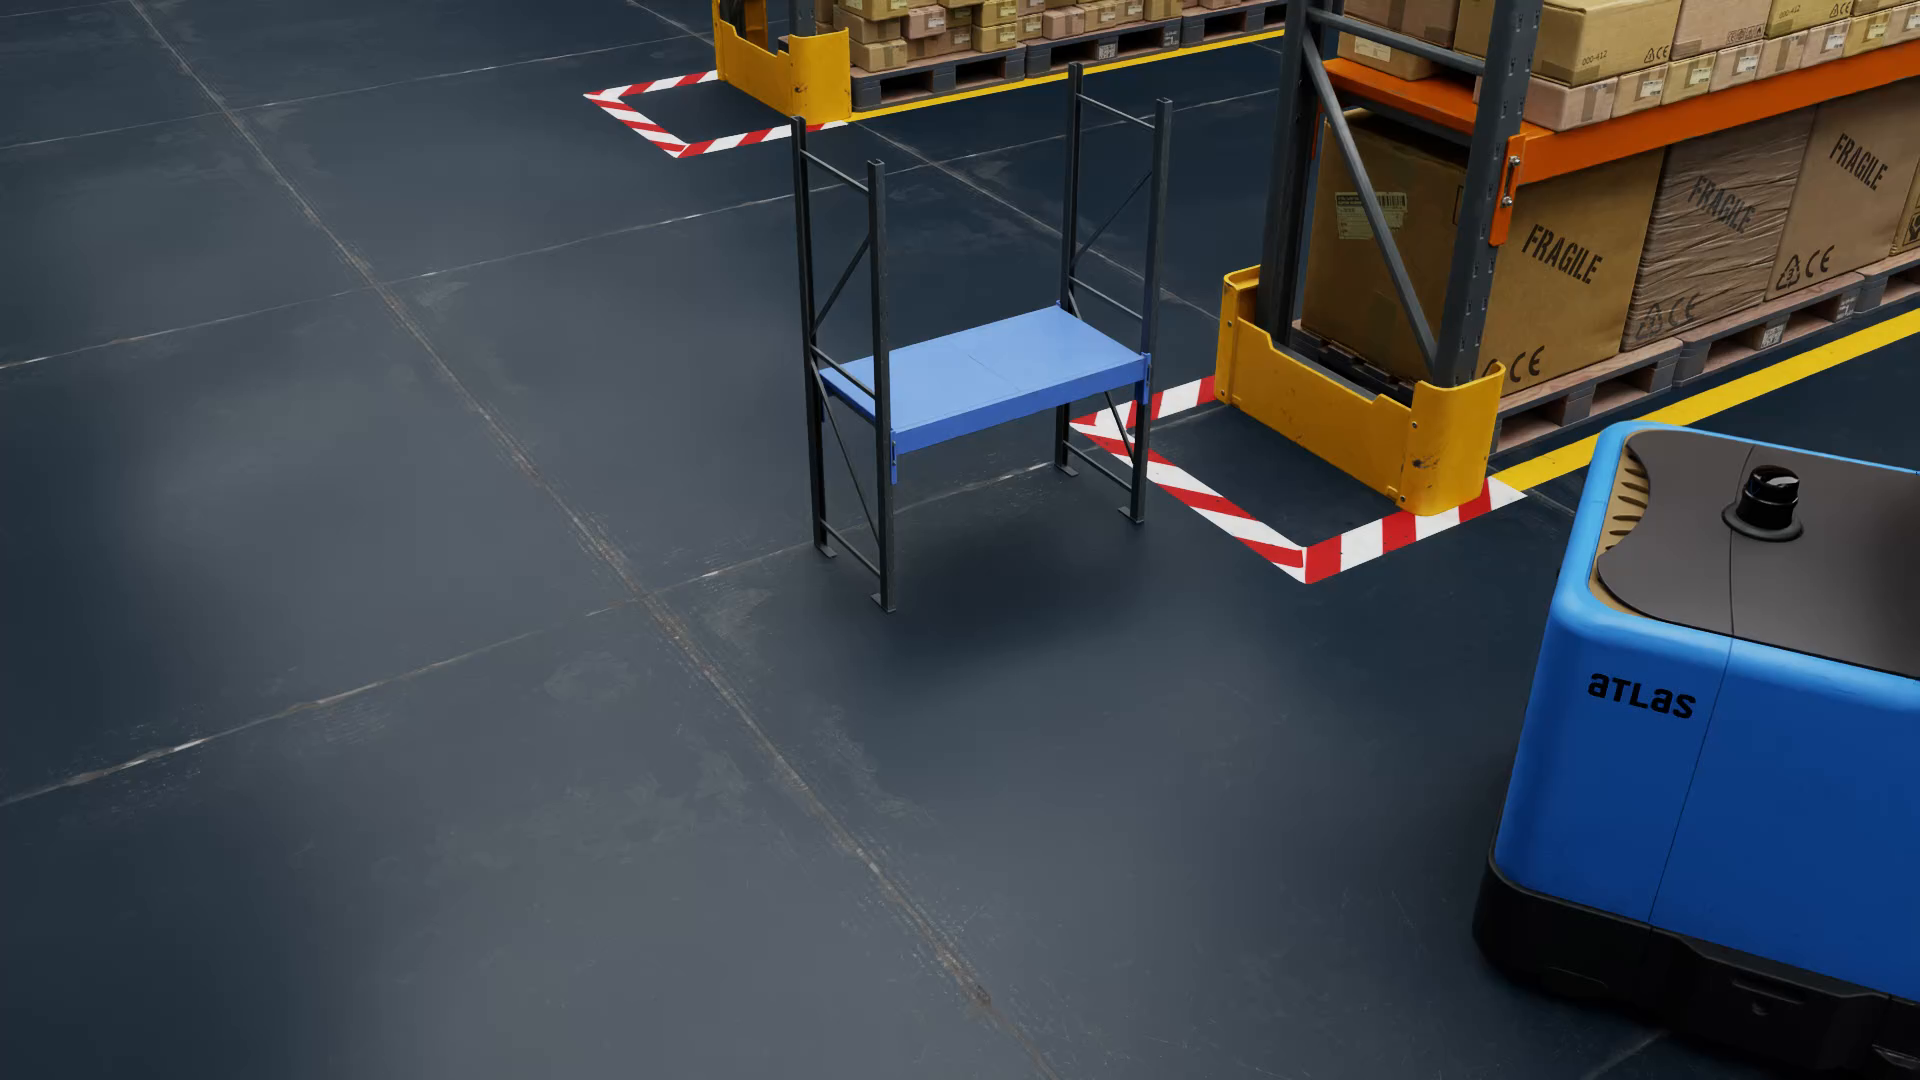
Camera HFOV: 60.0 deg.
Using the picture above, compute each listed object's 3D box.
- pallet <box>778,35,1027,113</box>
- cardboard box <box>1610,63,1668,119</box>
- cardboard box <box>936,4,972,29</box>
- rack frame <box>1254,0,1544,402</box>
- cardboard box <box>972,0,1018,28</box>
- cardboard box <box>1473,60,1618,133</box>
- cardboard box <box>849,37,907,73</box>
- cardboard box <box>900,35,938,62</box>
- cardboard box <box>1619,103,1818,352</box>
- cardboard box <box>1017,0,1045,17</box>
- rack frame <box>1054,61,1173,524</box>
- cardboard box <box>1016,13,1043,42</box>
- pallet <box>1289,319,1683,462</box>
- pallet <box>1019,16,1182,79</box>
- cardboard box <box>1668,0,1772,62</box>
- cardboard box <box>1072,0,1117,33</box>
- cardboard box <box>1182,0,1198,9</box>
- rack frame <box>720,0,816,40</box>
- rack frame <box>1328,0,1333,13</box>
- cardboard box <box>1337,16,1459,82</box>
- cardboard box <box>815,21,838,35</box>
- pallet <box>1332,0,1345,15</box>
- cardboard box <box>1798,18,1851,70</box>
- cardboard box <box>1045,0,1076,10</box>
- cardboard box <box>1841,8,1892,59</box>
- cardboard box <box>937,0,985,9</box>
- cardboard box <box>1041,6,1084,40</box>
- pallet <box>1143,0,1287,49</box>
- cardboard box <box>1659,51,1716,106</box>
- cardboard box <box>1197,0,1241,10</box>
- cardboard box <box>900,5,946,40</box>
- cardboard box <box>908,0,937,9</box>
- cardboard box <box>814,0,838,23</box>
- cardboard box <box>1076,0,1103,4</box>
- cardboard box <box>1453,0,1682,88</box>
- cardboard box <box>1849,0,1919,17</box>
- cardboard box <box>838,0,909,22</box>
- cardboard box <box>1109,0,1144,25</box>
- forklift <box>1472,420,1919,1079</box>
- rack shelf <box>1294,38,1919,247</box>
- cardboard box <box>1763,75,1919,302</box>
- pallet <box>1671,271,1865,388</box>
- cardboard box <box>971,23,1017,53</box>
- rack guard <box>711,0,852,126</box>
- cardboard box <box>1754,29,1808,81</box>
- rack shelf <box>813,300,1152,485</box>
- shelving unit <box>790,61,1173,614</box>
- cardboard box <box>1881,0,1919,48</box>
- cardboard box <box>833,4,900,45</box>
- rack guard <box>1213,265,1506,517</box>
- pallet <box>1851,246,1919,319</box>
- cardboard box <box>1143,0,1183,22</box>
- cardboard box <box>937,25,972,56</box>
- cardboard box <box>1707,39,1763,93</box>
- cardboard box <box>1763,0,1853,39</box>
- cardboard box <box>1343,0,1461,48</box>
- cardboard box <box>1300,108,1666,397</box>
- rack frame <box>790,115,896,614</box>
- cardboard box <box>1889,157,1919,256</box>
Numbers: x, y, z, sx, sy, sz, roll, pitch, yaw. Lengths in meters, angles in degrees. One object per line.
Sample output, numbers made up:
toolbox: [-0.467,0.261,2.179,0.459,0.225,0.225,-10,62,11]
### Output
pallet: [-0.363,-2.971,10.263,1.213,0.211,1.003,-19,37,-27]
cardboard box: [2.166,-1.580,5.678,0.250,0.149,0.380,-20,37,-28]
cardboard box: [-0.130,-3.208,10.024,0.250,0.149,0.380,-18,37,-27]
rack frame: [1.474,-1.656,5.564,0.127,3.000,1.000,-19,37,-27]
cardboard box: [0.144,-3.234,10.064,0.250,0.149,0.380,-18,36,-26]
cardboard box: [1.951,-1.505,5.559,0.250,0.149,0.380,-19,37,-27]
cardboard box: [-0.515,-2.890,9.798,0.250,0.149,0.380,-18,37,-26]
cardboard box: [-0.339,-3.002,9.976,0.250,0.149,0.380,-19,37,-27]
cardboard box: [2.733,-1.419,6.786,0.875,0.875,0.875,-19,37,-27]
cardboard box: [0.316,-3.353,10.253,0.250,0.149,0.380,-21,38,-29]
rack frame: [0.499,-0.806,5.622,0.032,1.500,0.500,-19,37,-27]
cardboard box: [0.303,-3.218,10.318,0.250,0.149,0.380,-19,37,-27]
pallet: [2.104,-0.743,6.730,1.213,0.211,1.003,-19,37,-27]
pallet: [0.662,-3.322,10.818,1.213,0.211,1.003,-19,37,-27]
cardboard box: [2.457,-1.890,5.796,0.500,0.250,0.500,-19,37,-28]
cardboard box: [0.778,-3.343,10.516,0.250,0.149,0.380,-19,37,-27]
cardboard box: [1.351,-3.607,10.935,0.250,0.149,0.380,-20,37,-28]
rack frame: [-1.128,-3.910,9.137,0.127,3.000,1.000,-19,37,-27]
rack frame: [2.234,-5.066,10.970,0.127,3.000,1.000,-19,37,-27]
cardboard box: [1.595,-1.801,6.029,0.250,0.149,0.380,-18,37,-26]
cardboard box: [-0.799,-3.127,10.175,0.250,0.149,0.380,-18,37,-26]
pallet: [2.887,-4.112,12.071,1.213,0.211,1.003,-19,37,-27]
cardboard box: [3.031,-1.878,6.150,0.250,0.149,0.380,-19,37,-28]
cardboard box: [0.521,-3.450,10.407,0.250,0.149,0.380,-17,36,-25]
cardboard box: [3.243,-1.950,6.265,0.250,0.149,0.380,-20,37,-28]
cardboard box: [-0.056,-3.281,9.861,0.250,0.149,0.380,-19,37,-27]
cardboard box: [0.560,-3.251,10.371,0.250,0.149,0.380,-21,38,-30]
pallet: [1.688,-3.677,11.381,1.213,0.211,1.003,-19,37,-27]
cardboard box: [2.381,-1.654,5.796,0.250,0.149,0.380,-20,37,-28]
cardboard box: [1.638,-3.629,10.970,0.250,0.149,0.380,-20,38,-29]
cardboard box: [-0.288,-3.098,9.849,0.250,0.149,0.380,-19,37,-27]
cardboard box: [-0.337,-3.266,9.837,0.250,0.149,0.380,-18,37,-26]
cardboard box: [-0.839,-3.288,10.151,0.250,0.149,0.380,-20,37,-29]
cardboard box: [0.754,-3.524,10.524,0.250,0.149,0.380,-17,36,-25]
cardboard box: [2.024,-1.736,5.553,0.500,0.250,0.500,-20,37,-28]
cardboard box: [3.317,-2.187,6.266,0.500,0.250,0.500,-20,37,-28]
cardboard box: [-0.504,-3.132,9.625,0.250,0.149,0.380,-21,38,-29]
cardboard box: [0.963,-3.427,10.650,0.250,0.149,0.380,-18,37,-26]
forklift: [2.817,-0.095,3.154,3.031,2.935,1.130,14,35,21]
rack shelf: [3.155,-1.930,6.673,4.000,0.370,1.077,-19,37,-27]
cardboard box: [3.481,-1.677,7.194,0.875,0.875,0.875,-19,37,-27]
pallet: [3.128,-1.094,7.286,1.213,0.211,1.003,-19,37,-27]
cardboard box: [0.140,-3.102,10.134,0.250,0.149,0.380,-18,37,-27]
rack guard: [-1.065,-2.875,9.838,0.348,0.500,1.175,-19,37,-27]
cardboard box: [2.814,-1.803,6.032,0.250,0.149,0.380,-20,37,-28]
rack shelf: [0.072,-0.507,5.485,1.000,0.185,0.538,-19,37,-27]
shelving unit: [0.072,-0.659,5.389,1.048,1.500,0.538,-19,37,-27]
cardboard box: [3.463,-2.027,6.387,0.250,0.149,0.380,-18,37,-27]
cardboard box: [-0.549,-3.044,9.763,0.250,0.149,0.380,-17,36,-25]
rack guard: [1.454,-0.592,6.220,0.348,0.500,1.175,-19,37,-27]
pallet: [4.155,-1.449,7.849,1.213,0.211,1.003,-19,37,-27]
cardboard box: [1.219,-3.473,10.722,0.250,0.149,0.380,-19,37,-27]
cardboard box: [-0.134,-3.077,10.095,0.250,0.149,0.380,-19,37,-27]
cardboard box: [2.600,-1.730,5.916,0.250,0.149,0.380,-20,37,-28]
cardboard box: [2.881,-2.033,6.024,0.500,0.250,0.500,-20,38,-29]
cardboard box: [1.738,-1.978,5.936,0.500,0.250,0.500,-20,37,-28]
cardboard box: [1.969,-1.156,6.369,0.875,0.875,0.875,-19,37,-27]
rack frame: [-0.356,-0.512,5.156,0.032,1.500,0.500,-19,37,-27]
cardboard box: [4.238,-1.937,7.607,0.875,0.875,0.875,-19,37,-27]
